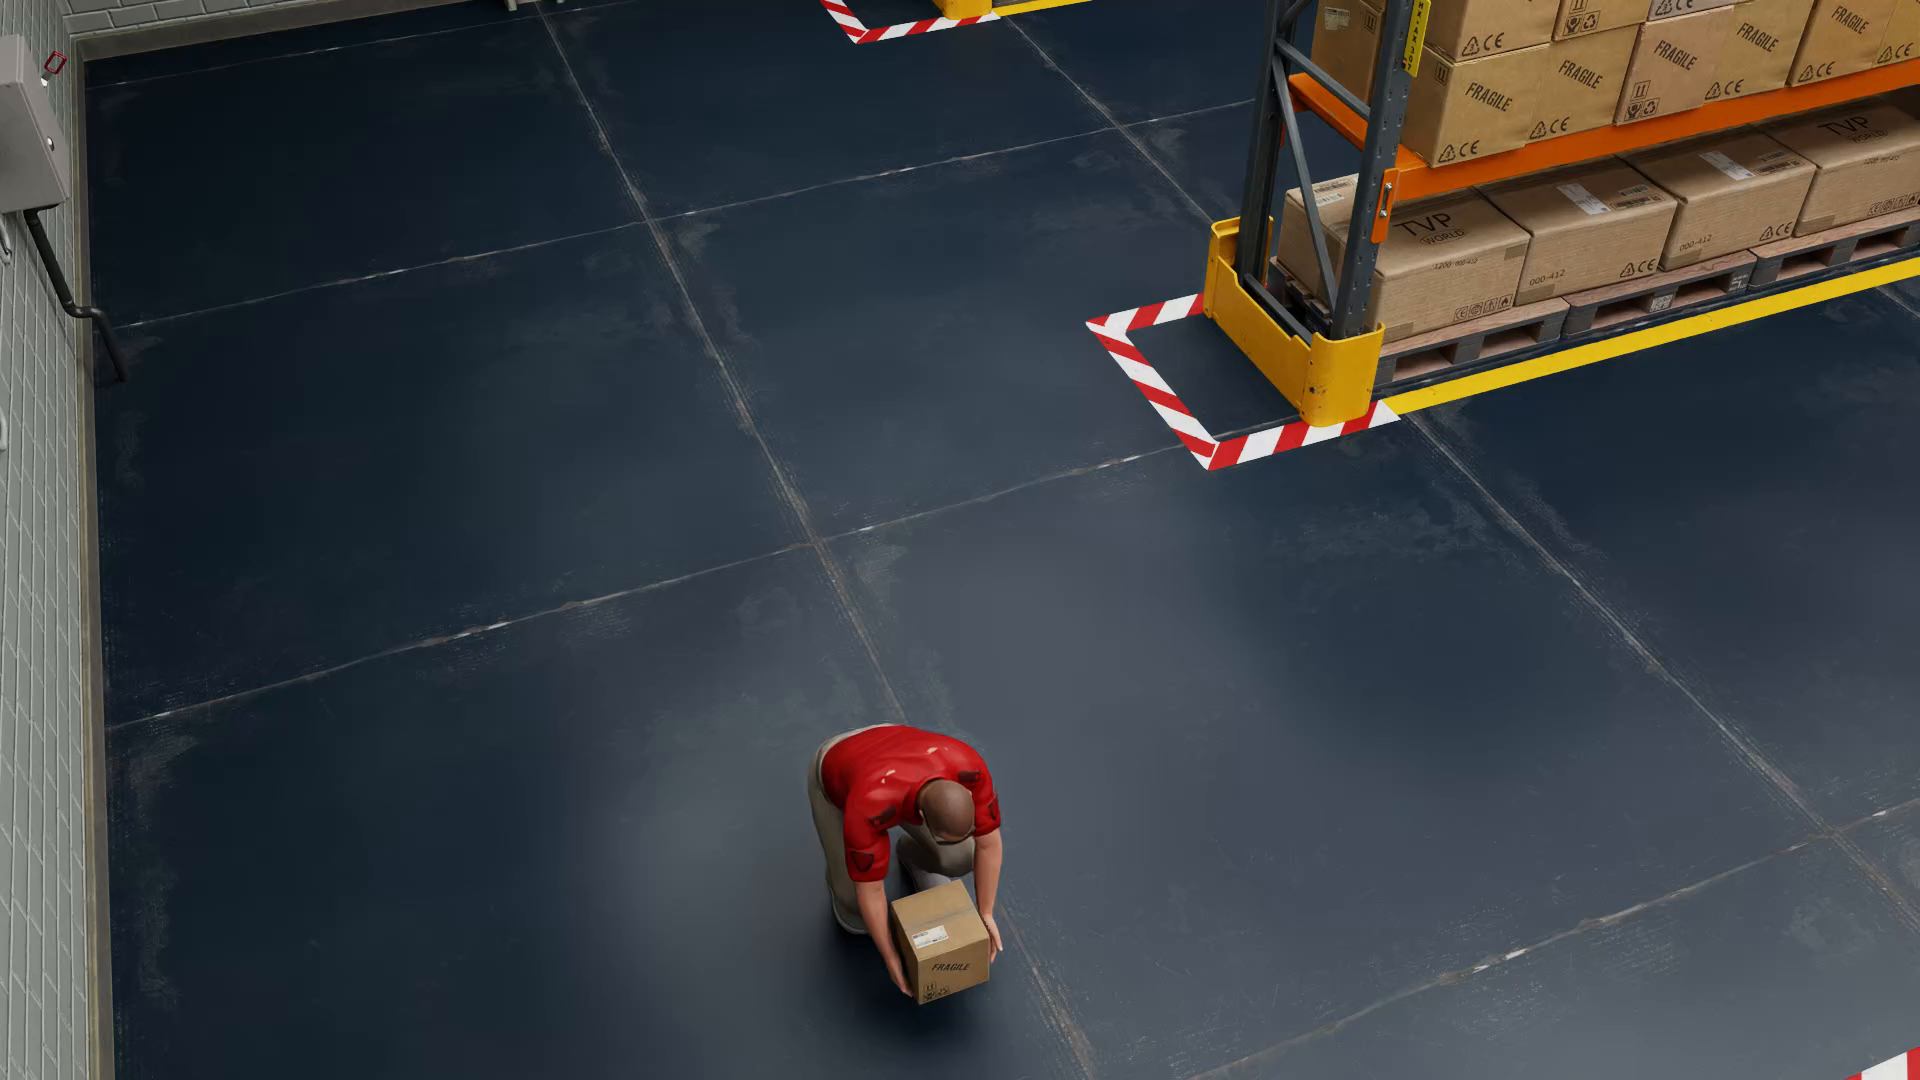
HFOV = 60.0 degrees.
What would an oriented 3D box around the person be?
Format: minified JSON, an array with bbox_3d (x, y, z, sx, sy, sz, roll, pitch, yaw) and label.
[{"bbox_3d":[-0.184,0.979,5.635,0.569,0.979,0.885,-15,44,-17],"label":"person"}]
